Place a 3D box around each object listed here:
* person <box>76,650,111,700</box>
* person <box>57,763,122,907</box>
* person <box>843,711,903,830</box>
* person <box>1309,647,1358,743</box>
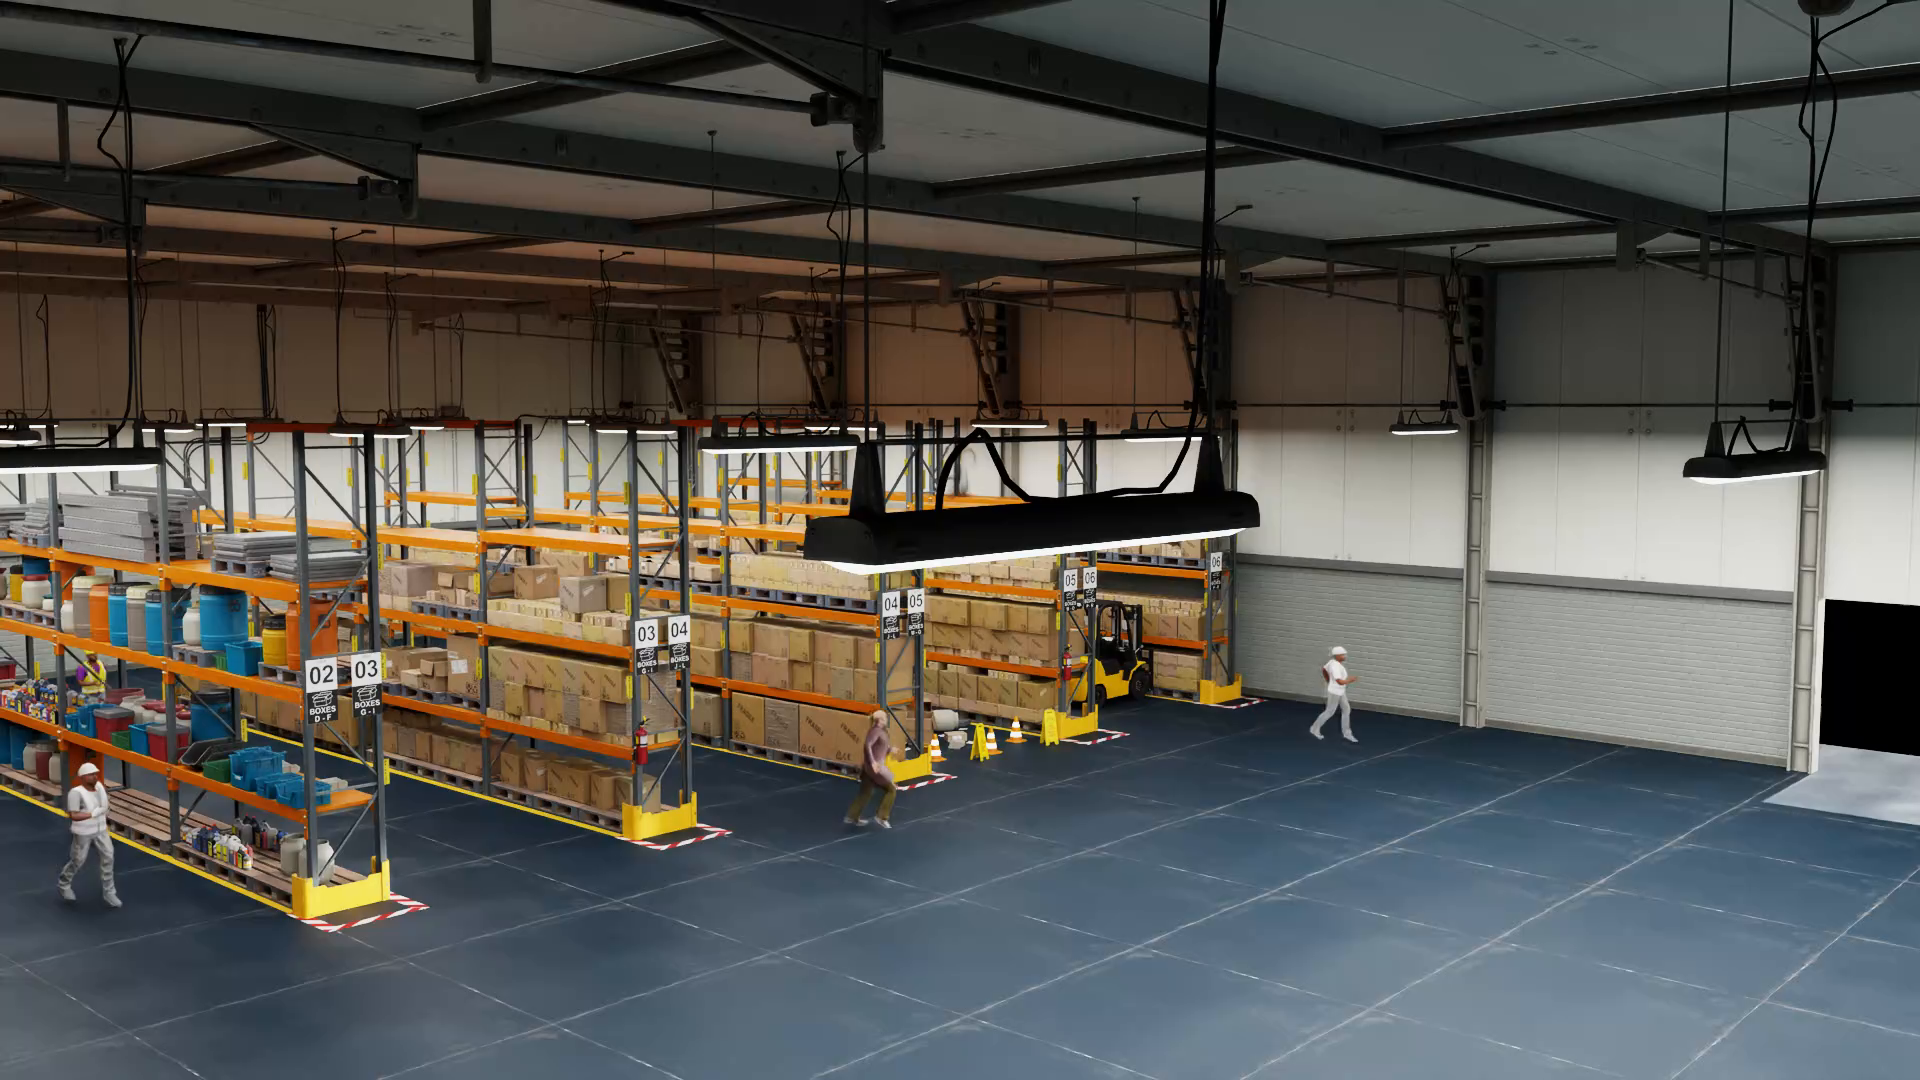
[{"bbox_3d":[-16.297,2.887,31.370,0.670,1.745,0.676,3,6,34],"label":"person"},{"bbox_3d":[-11.001,3.701,20.967,0.930,1.812,0.672,2,5,20],"label":"person"},{"bbox_3d":[-1.263,3.497,24.771,0.917,1.735,0.636,-2,5,-20],"label":"person"},{"bbox_3d":[7.014,2.888,31.126,0.897,1.804,0.681,2,5,19],"label":"person"}]
